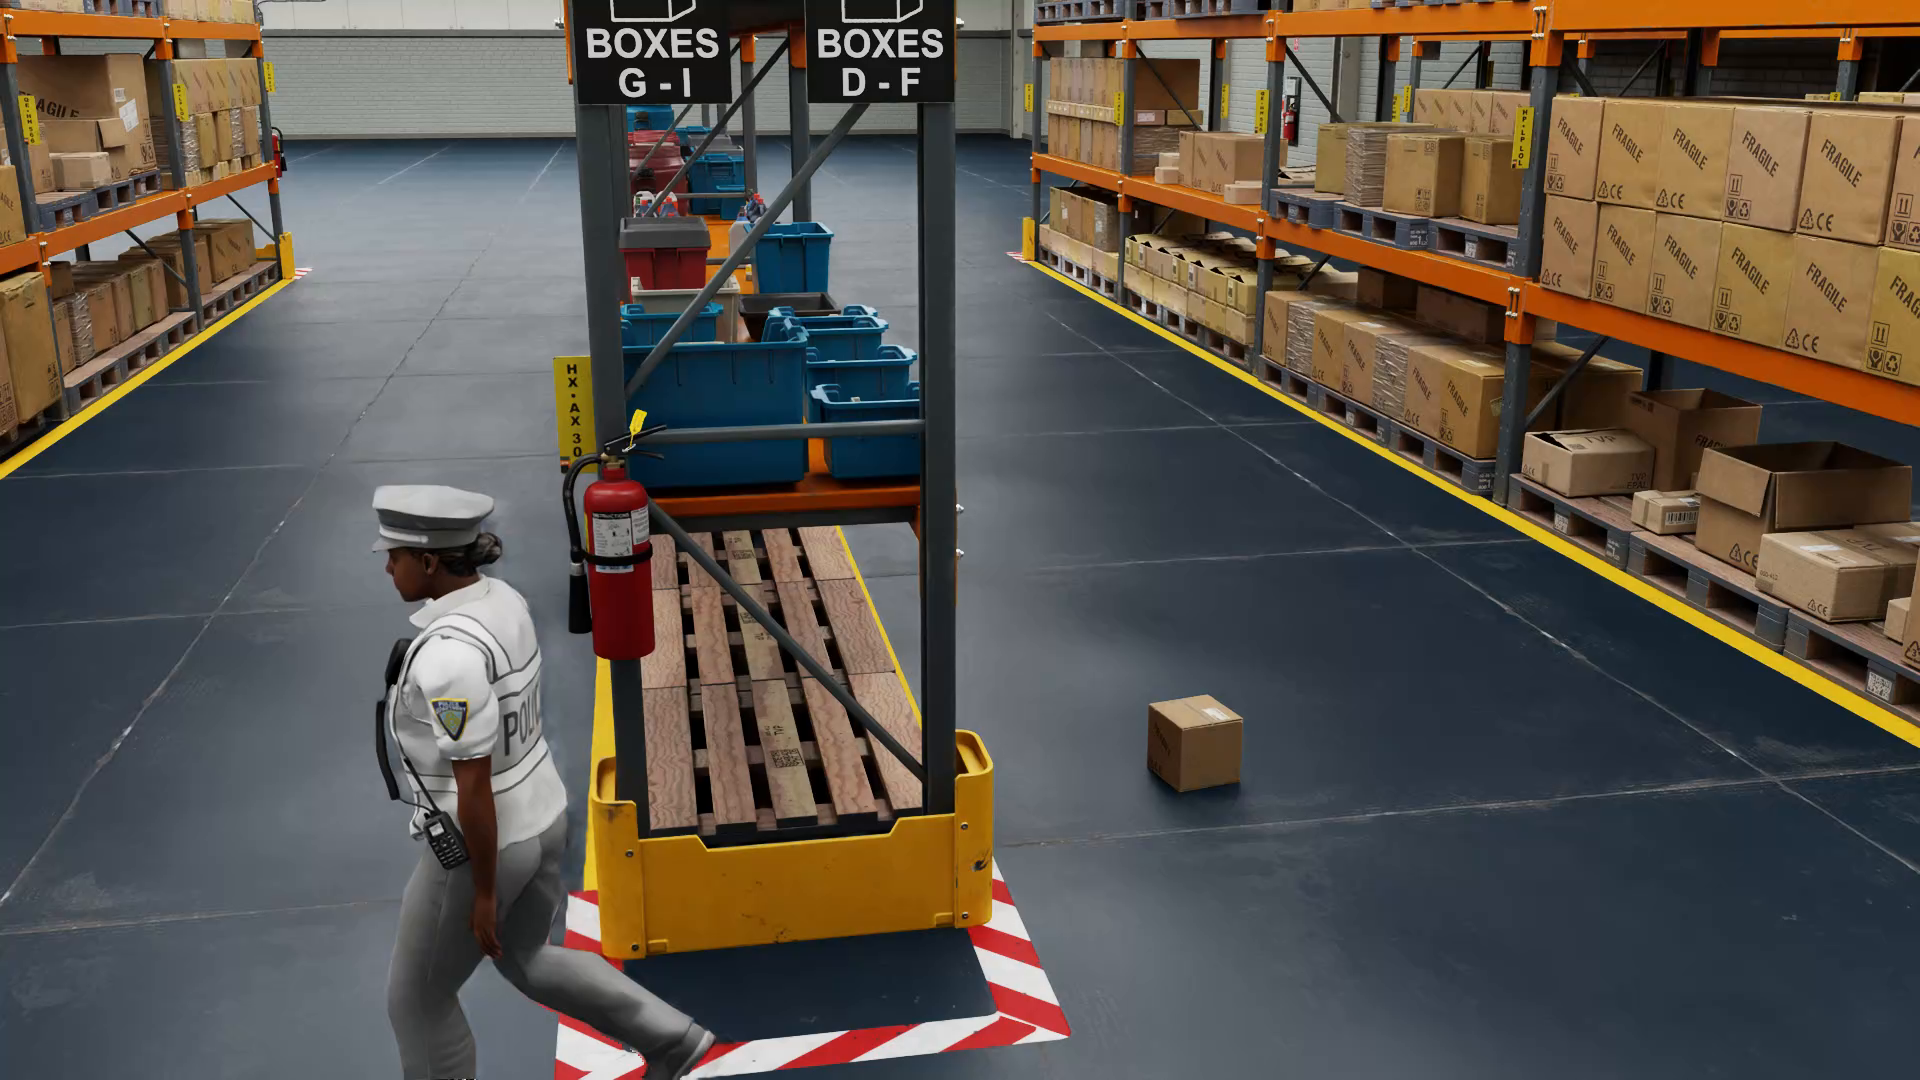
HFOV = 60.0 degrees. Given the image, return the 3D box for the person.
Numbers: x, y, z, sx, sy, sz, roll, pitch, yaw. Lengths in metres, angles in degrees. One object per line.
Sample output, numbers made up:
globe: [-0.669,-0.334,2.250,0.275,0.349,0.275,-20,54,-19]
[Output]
person: [-0.997,0.671,3.743,0.809,1.632,0.464,1,17,5]
